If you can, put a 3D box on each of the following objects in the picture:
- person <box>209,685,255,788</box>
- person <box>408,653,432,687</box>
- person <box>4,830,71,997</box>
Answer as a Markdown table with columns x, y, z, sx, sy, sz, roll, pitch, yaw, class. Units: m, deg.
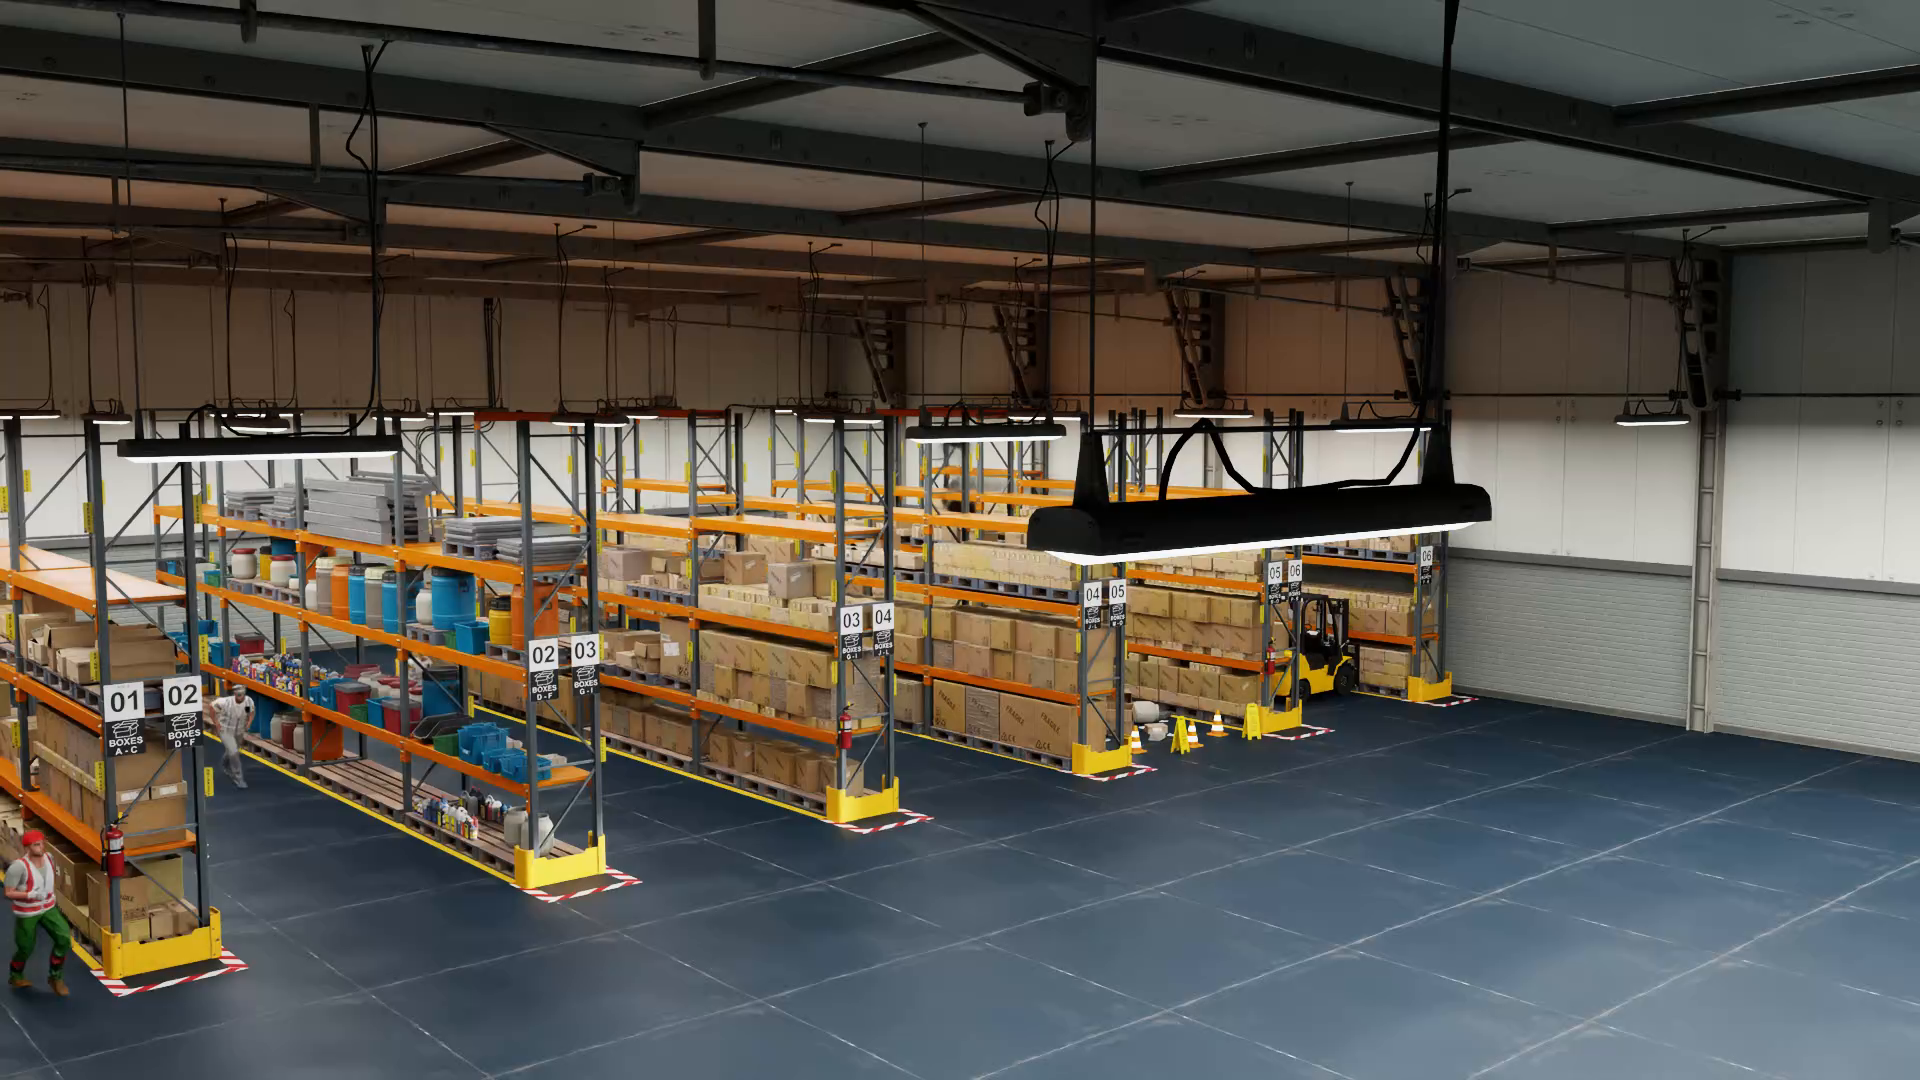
| x | y | z | sx | sy | sz | roll | pitch | yaw | class |
| --- | --- | --- | --- | --- | --- | --- | --- | --- | --- |
| -11.847 | 3.158 | 27.015 | 0.705 | 1.718 | 1.017 | -5 | 7 | -44 | person |
| -10.346 | 2.795 | 31.508 | 0.980 | 1.627 | 0.656 | 5 | 7 | 44 | person |
| -9.720 | 3.924 | 17.467 | 0.824 | 1.806 | 0.674 | 3 | 6 | 28 | person |
